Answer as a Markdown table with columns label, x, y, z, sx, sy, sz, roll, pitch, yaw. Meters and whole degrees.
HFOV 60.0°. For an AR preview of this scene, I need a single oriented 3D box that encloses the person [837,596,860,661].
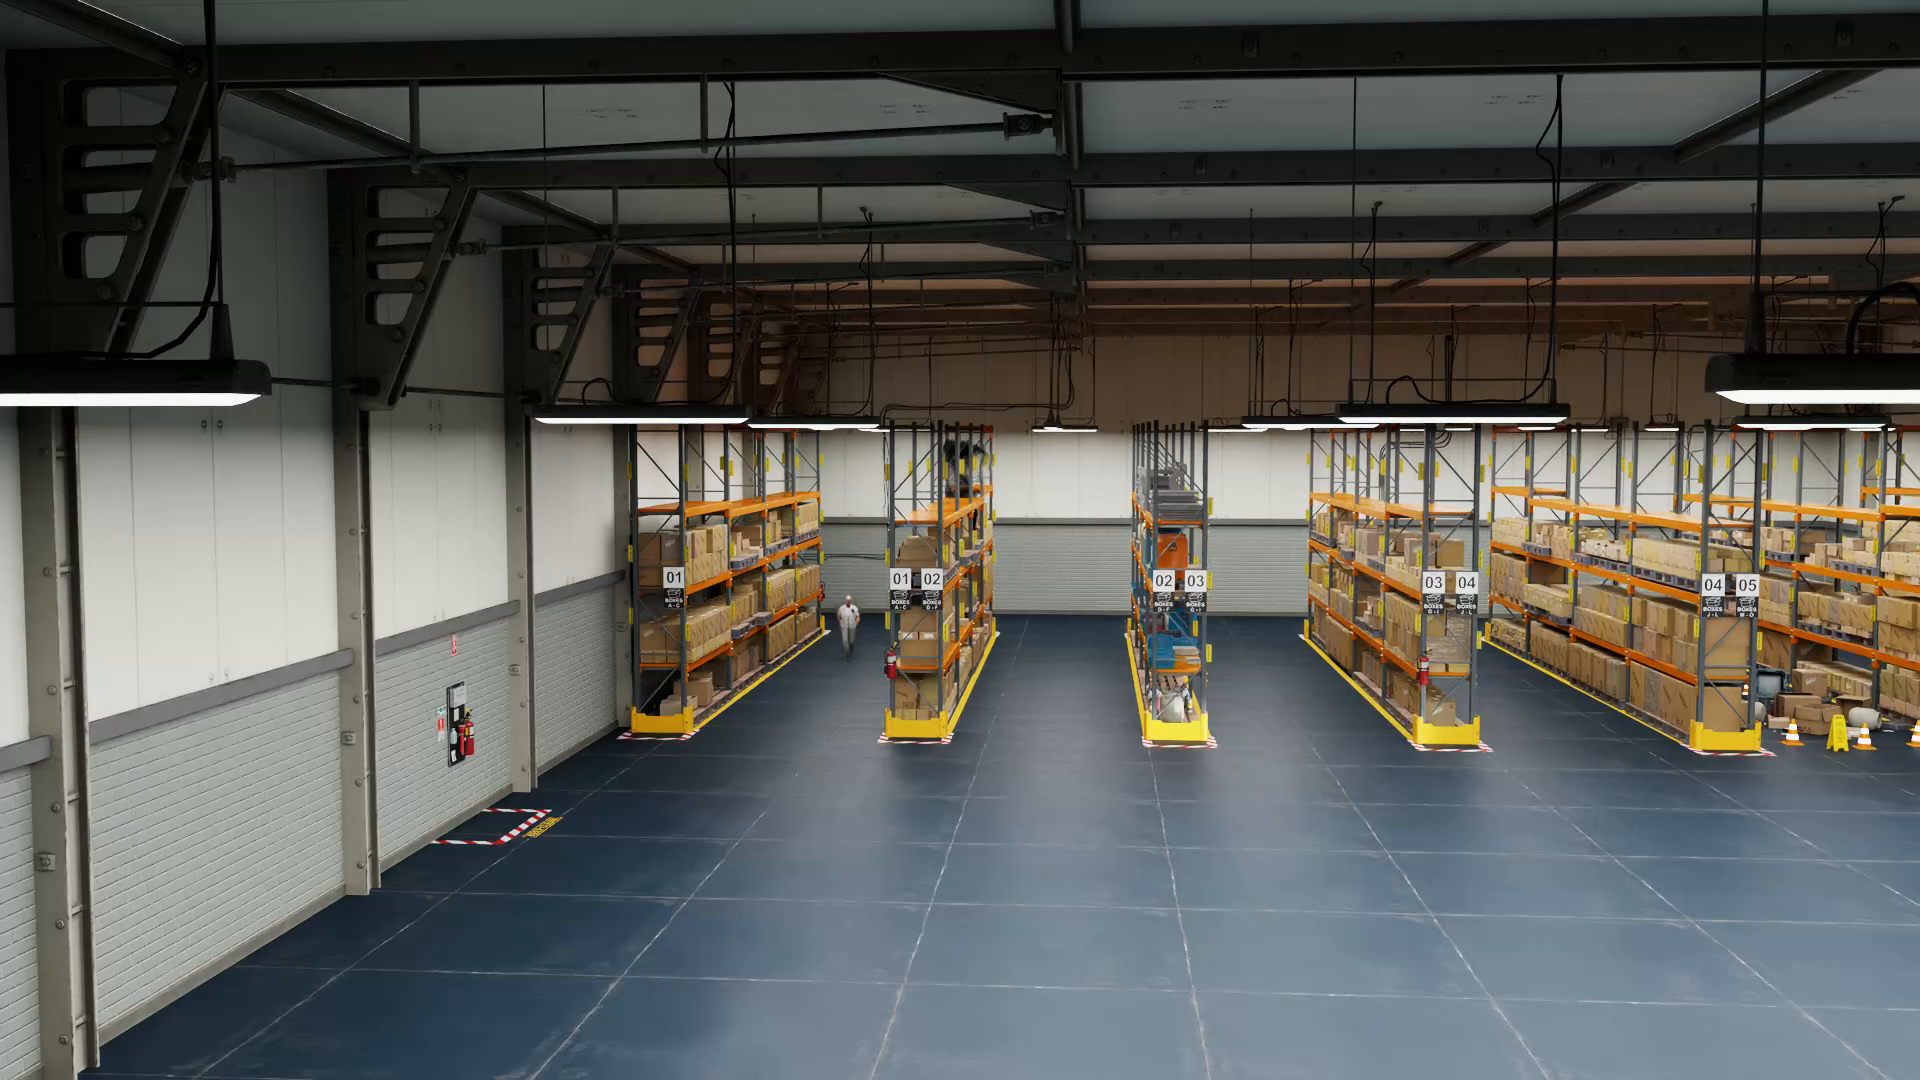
| label | x | y | z | sx | sy | sz | roll | pitch | yaw |
| --- | --- | --- | --- | --- | --- | --- | --- | --- | --- |
| person | -2.854 | 2.235 | 42.499 | 0.592 | 1.640 | 0.762 | 0 | 4 | -4 |

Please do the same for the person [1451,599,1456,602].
| label | x | y | z | sx | sy | sz | roll | pitch | yaw |
| --- | --- | --- | --- | --- | --- | --- | --- | --- | --- |
| person | 12.437 | 2.204 | 41.806 | 0.683 | 1.765 | 0.823 | -1 | 4 | -8 |
